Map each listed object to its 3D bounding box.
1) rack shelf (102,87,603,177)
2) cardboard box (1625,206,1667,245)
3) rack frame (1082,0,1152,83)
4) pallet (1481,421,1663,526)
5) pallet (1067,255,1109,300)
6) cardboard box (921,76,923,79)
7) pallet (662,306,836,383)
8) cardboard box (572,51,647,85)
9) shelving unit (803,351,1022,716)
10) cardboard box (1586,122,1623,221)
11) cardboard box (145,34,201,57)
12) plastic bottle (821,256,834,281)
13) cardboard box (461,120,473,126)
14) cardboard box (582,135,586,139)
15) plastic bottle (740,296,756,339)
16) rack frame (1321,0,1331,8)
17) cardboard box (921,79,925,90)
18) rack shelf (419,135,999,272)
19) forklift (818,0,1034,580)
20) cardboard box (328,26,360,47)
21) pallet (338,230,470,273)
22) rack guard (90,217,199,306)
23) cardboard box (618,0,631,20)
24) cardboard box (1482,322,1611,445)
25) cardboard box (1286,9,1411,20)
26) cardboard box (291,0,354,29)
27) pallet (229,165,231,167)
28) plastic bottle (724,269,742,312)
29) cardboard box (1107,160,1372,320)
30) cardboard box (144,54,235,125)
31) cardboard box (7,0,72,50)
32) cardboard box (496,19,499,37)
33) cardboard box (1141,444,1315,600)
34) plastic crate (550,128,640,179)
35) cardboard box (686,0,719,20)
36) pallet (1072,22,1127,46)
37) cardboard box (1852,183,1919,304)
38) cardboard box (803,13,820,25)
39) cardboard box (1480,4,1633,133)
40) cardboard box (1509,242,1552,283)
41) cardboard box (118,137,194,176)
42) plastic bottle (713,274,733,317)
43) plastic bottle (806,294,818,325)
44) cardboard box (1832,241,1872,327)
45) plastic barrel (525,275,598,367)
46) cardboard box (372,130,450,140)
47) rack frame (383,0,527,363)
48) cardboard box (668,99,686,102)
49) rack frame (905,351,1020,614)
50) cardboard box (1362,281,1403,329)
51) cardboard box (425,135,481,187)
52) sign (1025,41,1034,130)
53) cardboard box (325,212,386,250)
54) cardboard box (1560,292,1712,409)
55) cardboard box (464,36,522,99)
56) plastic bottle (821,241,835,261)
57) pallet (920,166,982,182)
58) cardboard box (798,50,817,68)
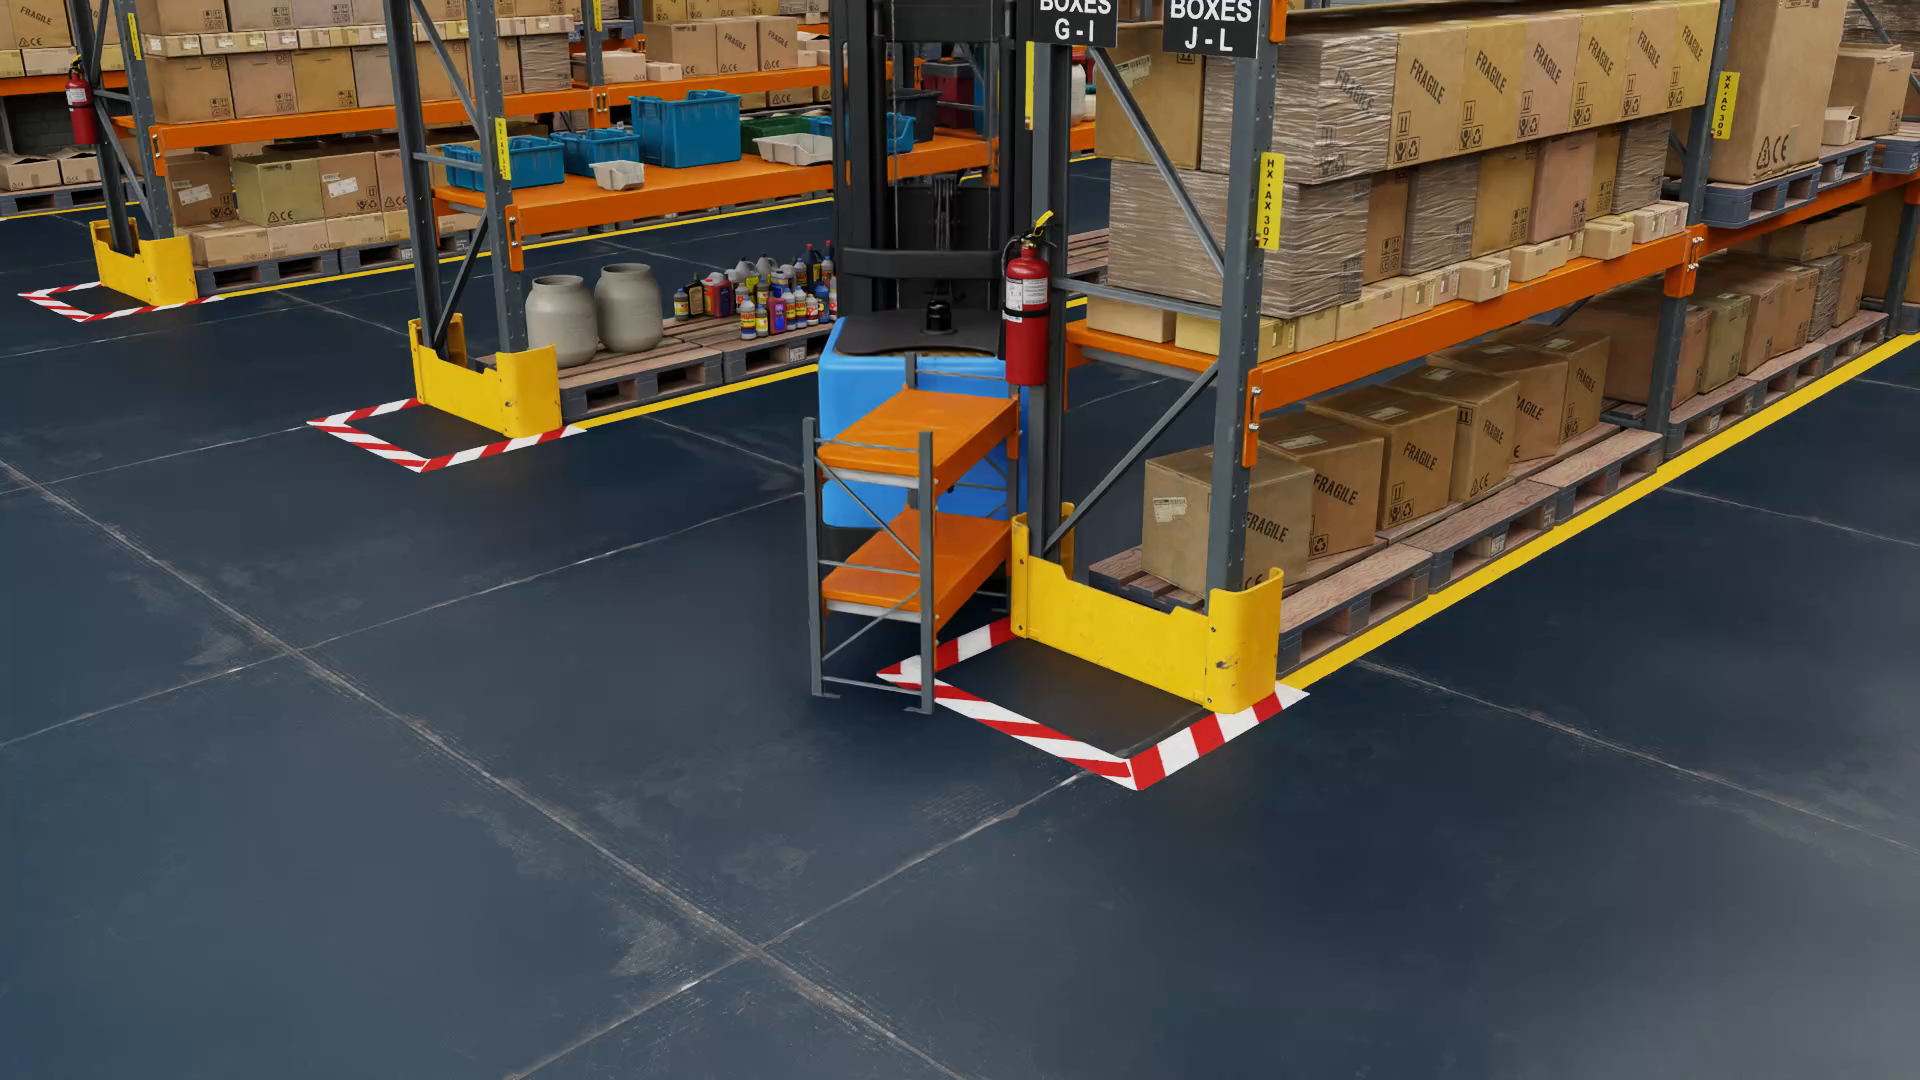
[{"bbox_3d":[-5.026,-3.554,14.144,1.077,0.370,4.000,19,28,41],"label":"rack shelf"},{"bbox_3d":[3.343,-1.616,8.448,0.380,0.149,0.250,19,28,41],"label":"cardboard box"},{"bbox_3d":[1.950,-6.461,20.703,1.000,3.000,0.127,19,28,41],"label":"rack frame"},{"bbox_3d":[3.021,-0.441,8.928,1.003,0.211,1.213,19,28,41],"label":"pallet"},{"bbox_3d":[0.435,-2.074,13.175,1.003,0.211,1.213,19,28,41],"label":"pallet"},{"bbox_3d":[-0.654,-7.024,25.066,0.700,0.500,0.500,19,28,40],"label":"cardboard box"},{"bbox_3d":[-1.434,-1.385,11.383,1.003,0.211,1.213,19,28,41],"label":"pallet"},{"bbox_3d":[-3.319,-4.472,15.737,0.500,0.250,0.500,-18,27,-39],"label":"cardboard box"},{"bbox_3d":[-0.164,-0.063,6.671,0.538,1.125,1.048,7,22,19],"label":"shelving unit"},{"bbox_3d":[2.732,-1.890,8.256,0.875,0.500,0.500,19,28,41],"label":"cardboard box"},{"bbox_3d":[-5.993,-3.773,12.665,0.380,0.149,0.250,19,28,40],"label":"cardboard box"},{"bbox_3d":[-0.960,-1.924,12.090,0.097,0.271,0.097,0,21,0],"label":"plastic bottle"},{"bbox_3d":[-5.972,-5.142,20.142,0.700,0.500,0.500,20,28,41],"label":"cardboard box"},{"bbox_3d":[-3.554,-3.755,16.128,0.500,0.311,0.500,19,28,41],"label":"cardboard box"},{"bbox_3d":[-1.387,-1.455,10.870,0.097,0.271,0.097,0,21,0],"label":"plastic bottle"},{"bbox_3d":[4.740,-7.489,23.378,1.000,3.000,0.127,19,28,41],"label":"rack frame"},{"bbox_3d":[-0.320,-5.136,19.082,0.500,0.250,0.500,-19,28,-40],"label":"cardboard box"},{"bbox_3d":[-1.480,-2.314,10.916,1.077,0.370,4.000,19,28,41],"label":"rack shelf"},{"bbox_3d":[-0.060,-1.668,8.329,1.130,2.935,3.031,1,21,2],"label":"forklift"},{"bbox_3d":[-5.096,-4.104,13.528,0.380,0.149,0.250,19,28,40],"label":"cardboard box"},{"bbox_3d":[-5.067,-2.594,14.528,1.003,0.211,1.213,19,28,41],"label":"pallet"},{"bbox_3d":[-6.438,-2.203,13.110,1.175,0.500,0.348,19,28,41],"label":"rack guard"},{"bbox_3d":[-4.252,-7.054,21.664,0.500,0.500,0.500,19,28,41],"label":"cardboard box"},{"bbox_3d":[3.156,-0.860,9.031,0.500,0.500,0.500,18,28,39],"label":"cardboard box"},{"bbox_3d":[1.576,-2.009,7.173,0.500,0.500,0.500,19,28,41],"label":"cardboard box"},{"bbox_3d":[-5.336,-4.425,13.459,0.700,0.500,0.500,19,28,41],"label":"cardboard box"},{"bbox_3d":[-7.626,-4.160,18.604,1.003,0.211,1.213,19,28,41],"label":"pallet"},{"bbox_3d":[-1.616,-1.745,11.617,0.152,0.276,0.135,18,28,39],"label":"plastic bottle"},{"bbox_3d":[1.077,-1.216,6.503,0.875,0.500,0.500,19,28,41],"label":"cardboard box"},{"bbox_3d":[-6.087,-3.540,12.963,0.700,0.500,0.500,19,28,41],"label":"cardboard box"},{"bbox_3d":[-9.073,-5.076,16.237,0.500,0.500,0.500,19,28,41],"label":"cardboard box"},{"bbox_3d":[-4.205,-4.432,14.380,0.380,0.149,0.250,19,28,41],"label":"cardboard box"},{"bbox_3d":[1.121,-0.081,7.004,0.500,0.500,0.500,-14,25,-32],"label":"cardboard box"},{"bbox_3d":[-2.283,-2.435,10.436,0.499,0.251,0.408,19,28,41],"label":"plastic crate"},{"bbox_3d":[-3.498,-7.059,21.678,0.500,0.500,0.500,-19,28,-40],"label":"cardboard box"},{"bbox_3d":[1.314,-6.193,20.274,1.003,0.211,1.213,19,28,41],"label":"pallet"},{"bbox_3d":[6.751,-2.329,12.328,1.225,0.875,0.875,18,27,38],"label":"cardboard box"},{"bbox_3d":[-2.149,-7.225,23.014,0.380,0.149,0.250,19,28,41],"label":"cardboard box"},{"bbox_3d":[2.650,-2.135,7.500,0.500,0.500,0.500,19,28,41],"label":"cardboard box"},{"bbox_3d":[2.468,-1.296,7.616,0.380,0.149,0.250,19,28,41],"label":"cardboard box"},{"bbox_3d":[-8.481,-4.132,17.514,0.700,0.500,0.500,17,27,37],"label":"cardboard box"},{"bbox_3d":[-1.636,-1.686,11.453,0.061,0.283,0.133,19,28,41],"label":"plastic bottle"},{"bbox_3d":[-1.009,-1.562,11.245,0.097,0.201,0.097,0,21,0],"label":"plastic bottle"},{"bbox_3d":[5.801,-1.814,11.483,0.700,0.500,0.500,17,27,38],"label":"cardboard box"},{"bbox_3d":[-2.471,-1.359,10.310,0.421,0.512,0.421,0,21,0],"label":"plastic barrel"},{"bbox_3d":[-4.876,-3.369,14.861,0.500,0.500,0.500,19,28,41],"label":"cardboard box"},{"bbox_3d":[-2.875,-2.135,9.450,1.000,3.000,0.127,19,28,41],"label":"rack frame"},{"bbox_3d":[-3.785,-6.020,21.968,0.750,0.750,0.750,19,28,40],"label":"cardboard box"},{"bbox_3d":[0.010,-0.235,7.117,0.500,1.125,0.032,7,22,19],"label":"rack frame"},{"bbox_3d":[1.576,-0.982,6.798,0.380,0.149,0.250,19,28,41],"label":"cardboard box"},{"bbox_3d":[-4.501,-3.238,14.520,0.500,0.500,0.500,19,28,41],"label":"cardboard box"},{"bbox_3d":[0.290,-1.728,6.335,0.100,0.325,0.005,19,28,41],"label":"sign"},{"bbox_3d":[-5.193,-2.629,13.980,0.500,0.250,0.500,19,28,41],"label":"cardboard box"},{"bbox_3d":[3.908,-1.115,9.666,0.700,0.500,0.500,17,27,37],"label":"cardboard box"},{"bbox_3d":[-4.299,-4.198,14.677,0.700,0.500,0.500,19,28,40],"label":"cardboard box"},{"bbox_3d":[-0.945,-2.029,12.251,0.185,0.351,0.144,-19,28,-41],"label":"plastic bottle"},{"bbox_3d":[-0.293,-4.313,19.003,1.003,0.211,1.213,19,28,41],"label":"pallet"},{"bbox_3d":[-1.690,-4.973,17.183,0.250,0.149,0.380,-18,27,-38],"label":"cardboard box"}]
